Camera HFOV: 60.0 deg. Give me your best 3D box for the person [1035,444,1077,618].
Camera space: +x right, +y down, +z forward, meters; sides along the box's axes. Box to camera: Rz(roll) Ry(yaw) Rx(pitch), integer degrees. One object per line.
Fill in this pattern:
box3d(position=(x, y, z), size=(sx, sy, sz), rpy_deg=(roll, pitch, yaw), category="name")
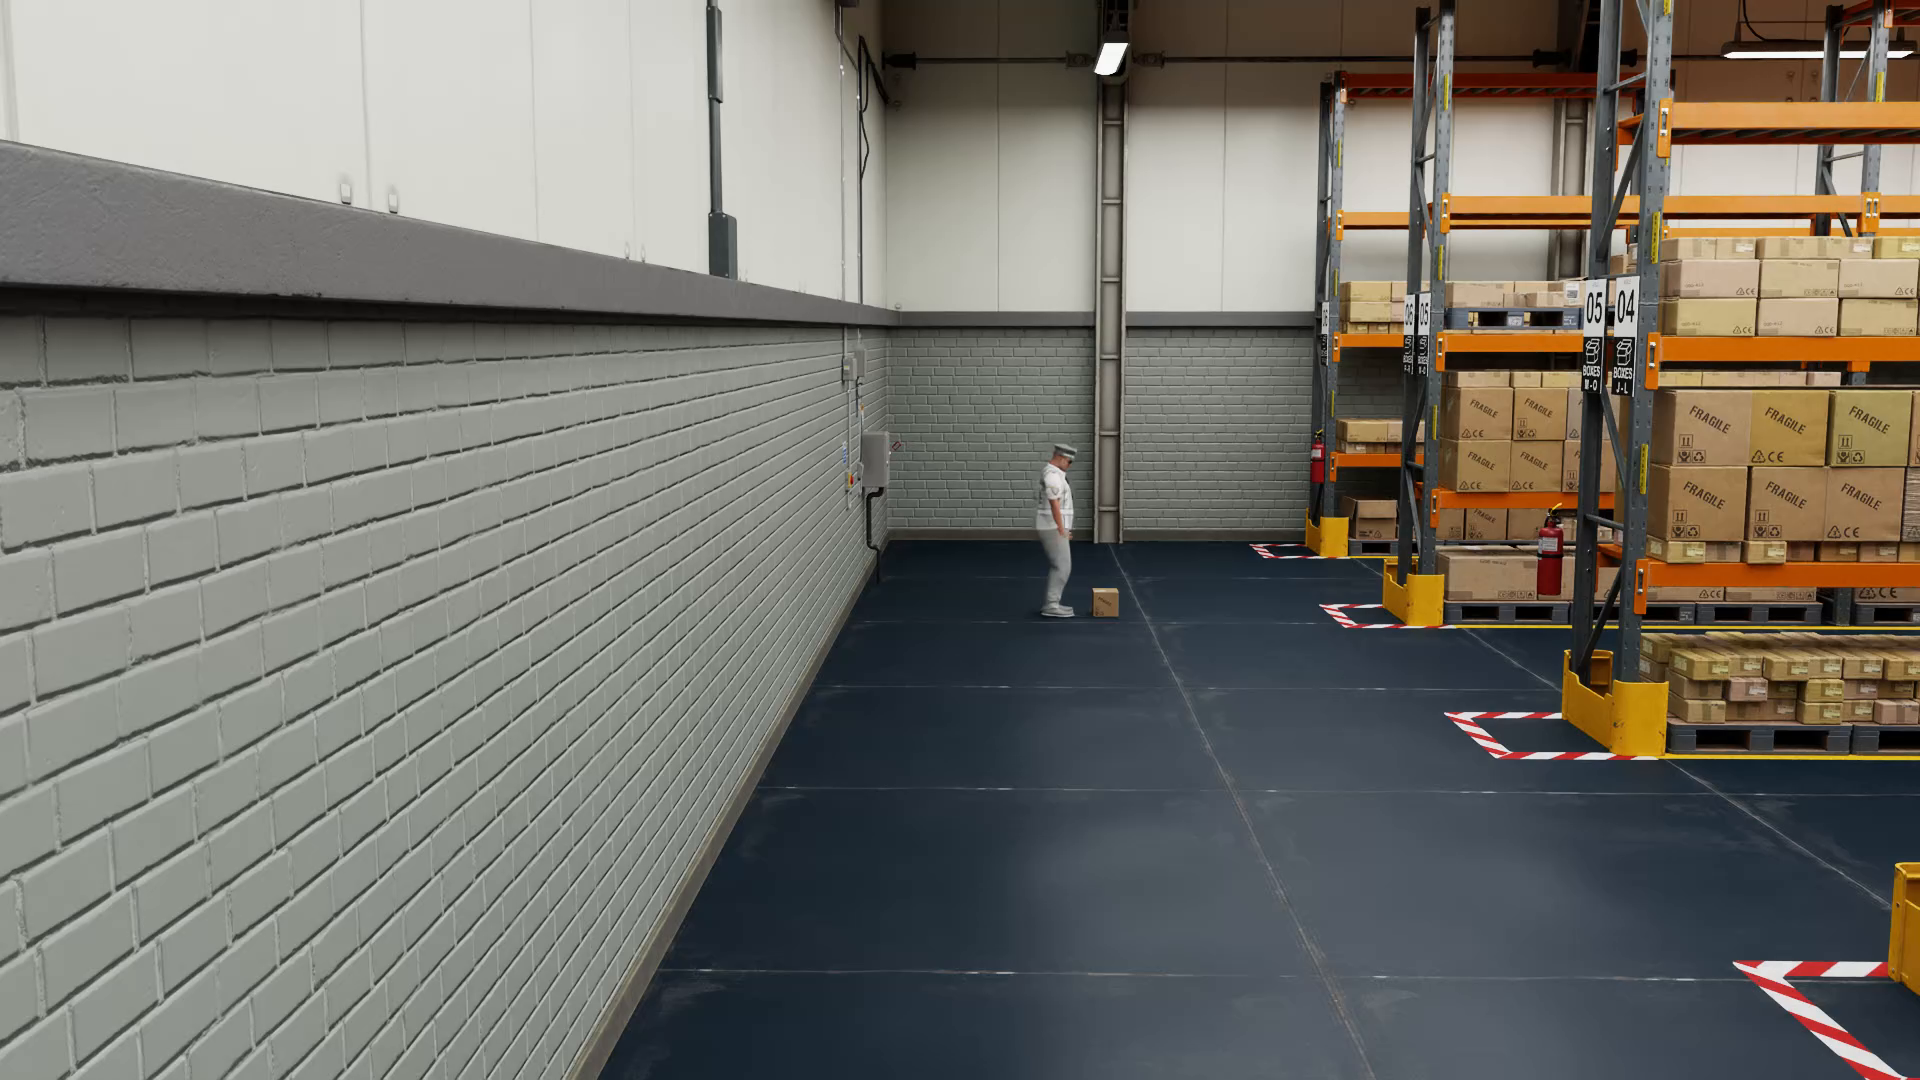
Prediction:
box3d(position=(0.960, -0.100, 16.687), size=(0.424, 1.726, 0.544), rpy_deg=(0, 7, 3), category="person")
